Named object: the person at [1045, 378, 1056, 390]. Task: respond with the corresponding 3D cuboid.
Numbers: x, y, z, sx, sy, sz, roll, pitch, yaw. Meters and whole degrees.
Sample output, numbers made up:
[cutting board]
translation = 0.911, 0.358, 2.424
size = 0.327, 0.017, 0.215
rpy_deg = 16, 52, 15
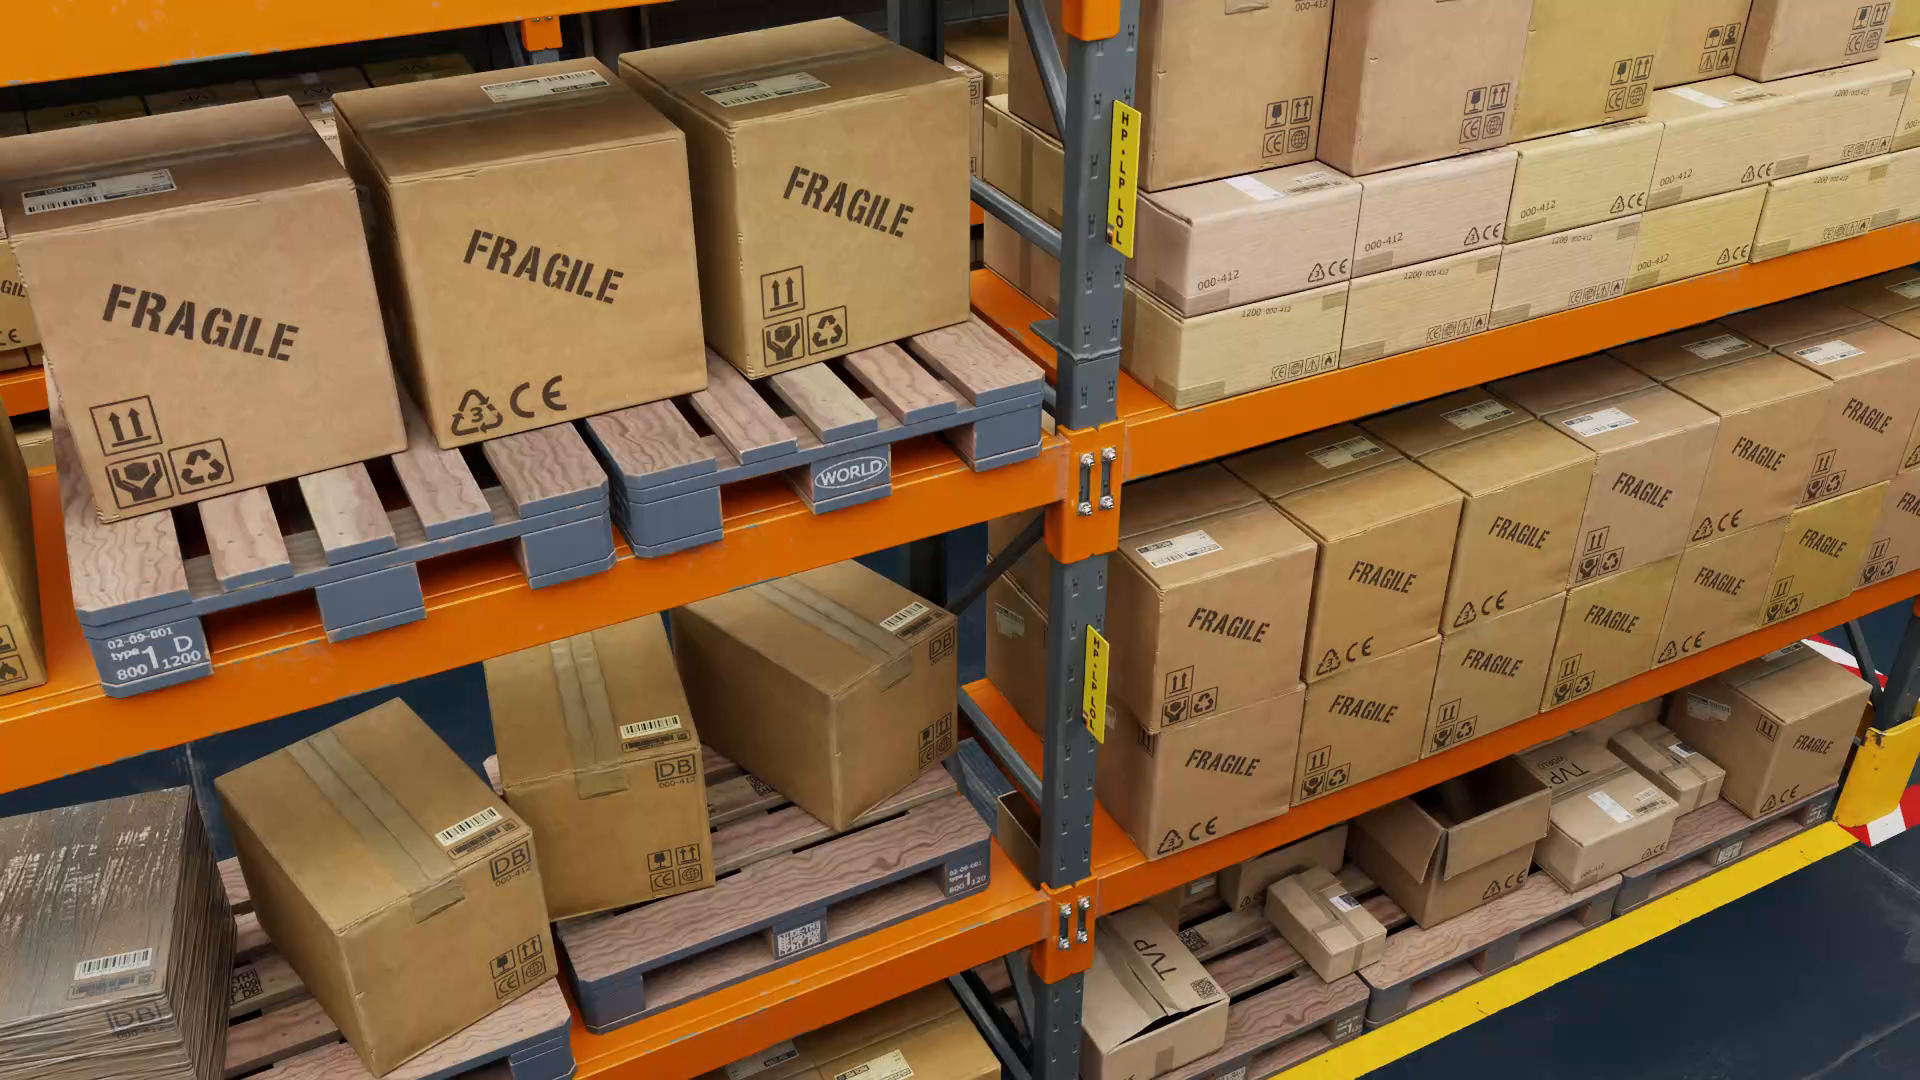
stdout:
[person]
translation = 0.534, -0.823, 8.431
size = 0.575, 1.782, 0.467
rpy_deg = -16, 36, -24
